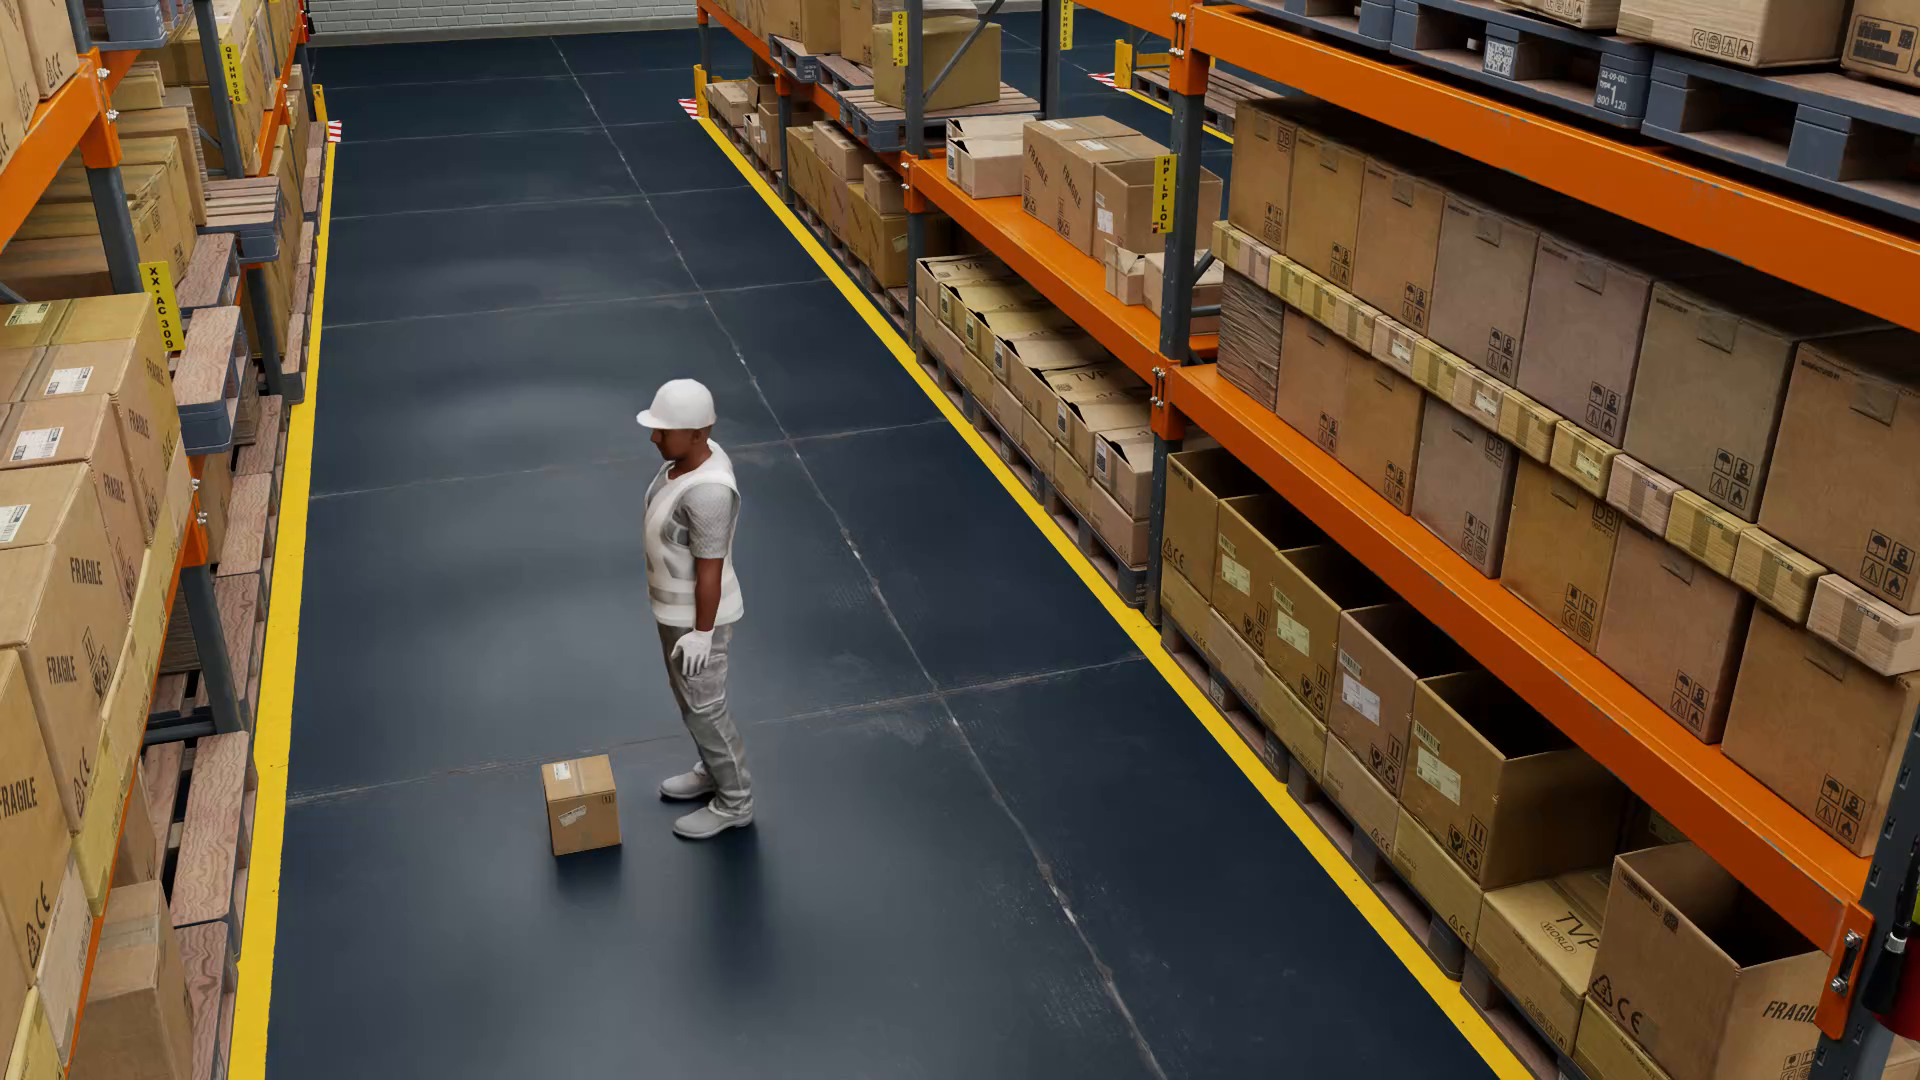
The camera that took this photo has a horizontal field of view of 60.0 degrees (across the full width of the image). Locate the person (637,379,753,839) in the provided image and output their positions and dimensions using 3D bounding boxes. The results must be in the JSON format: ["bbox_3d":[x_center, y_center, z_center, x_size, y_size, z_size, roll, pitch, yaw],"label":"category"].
[{"bbox_3d":[-0.967,0.252,6.081,0.361,1.780,0.542,-7,27,-15],"label":"person"}]
